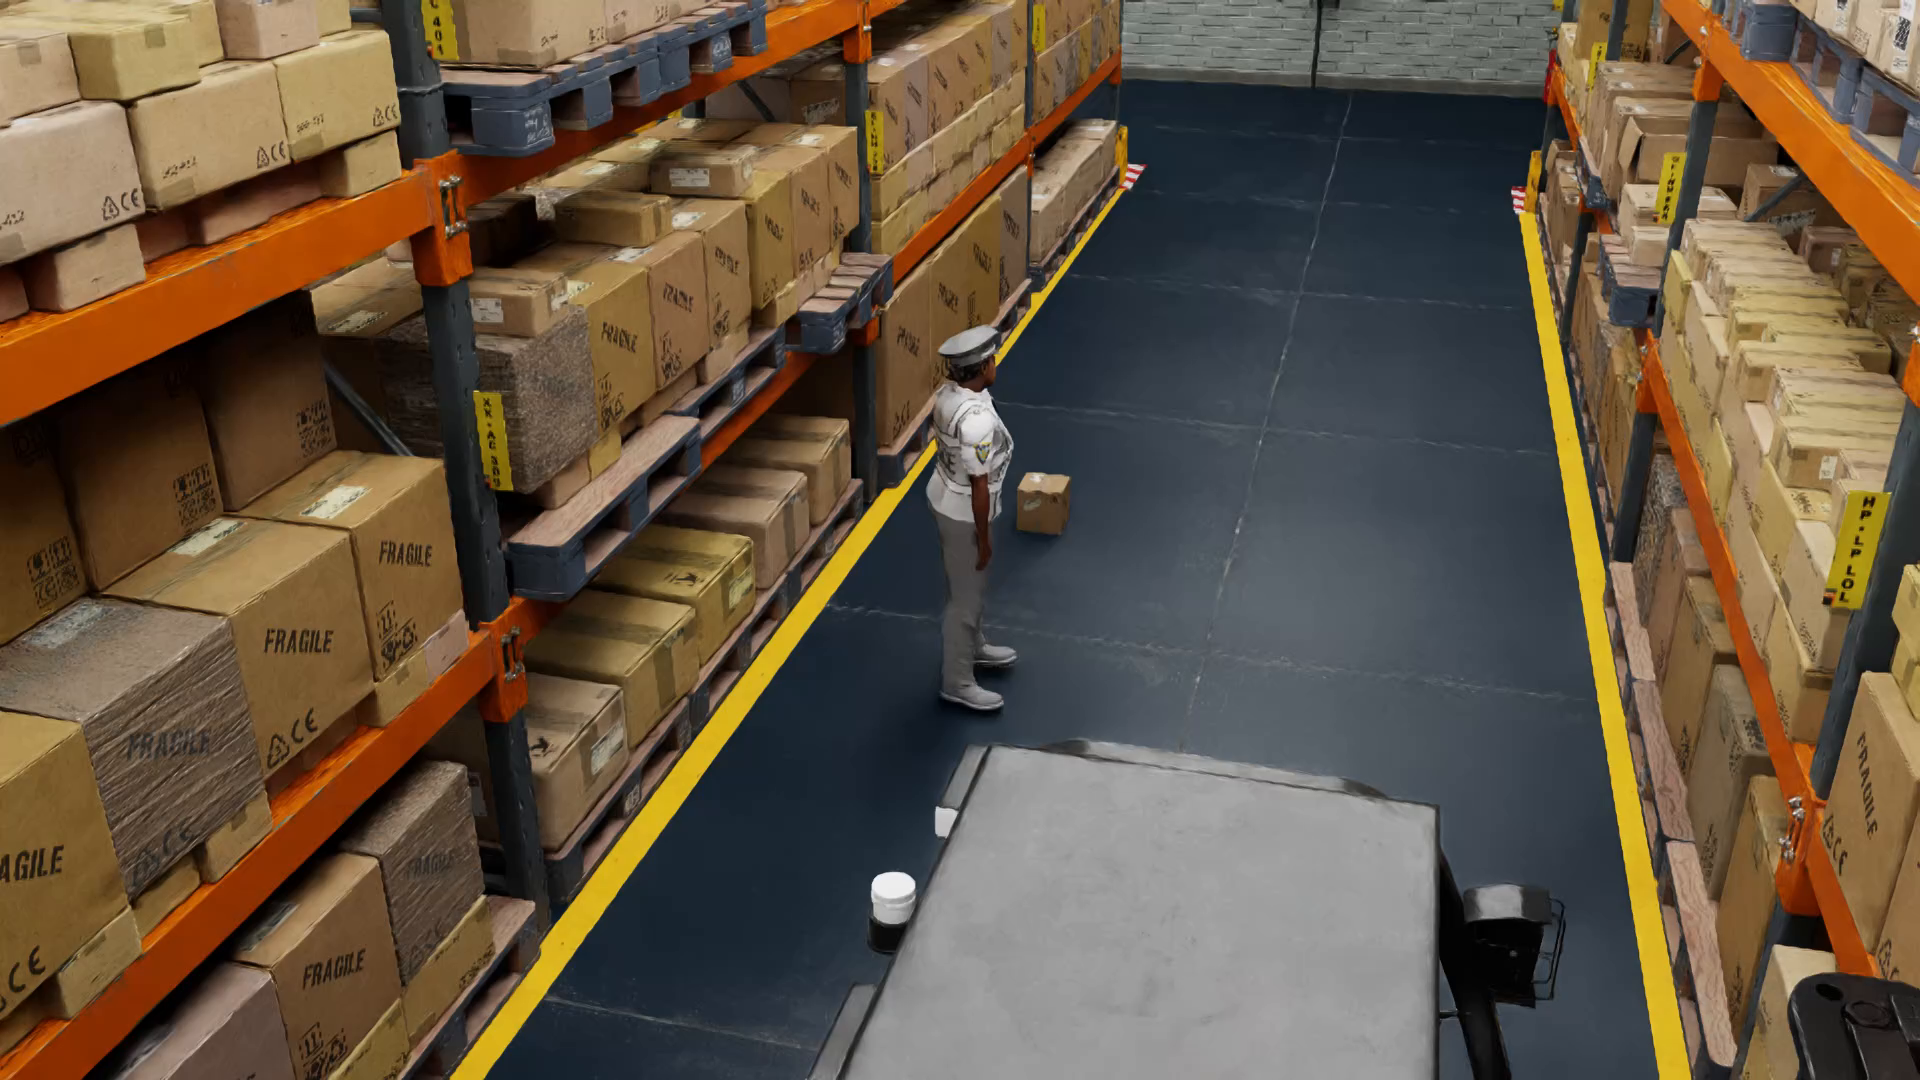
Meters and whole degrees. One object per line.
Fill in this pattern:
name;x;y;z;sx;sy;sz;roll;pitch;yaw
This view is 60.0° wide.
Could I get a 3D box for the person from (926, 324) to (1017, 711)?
person;0.081;-0.106;7.255;0.430;1.685;0.519;-6;26;-13
